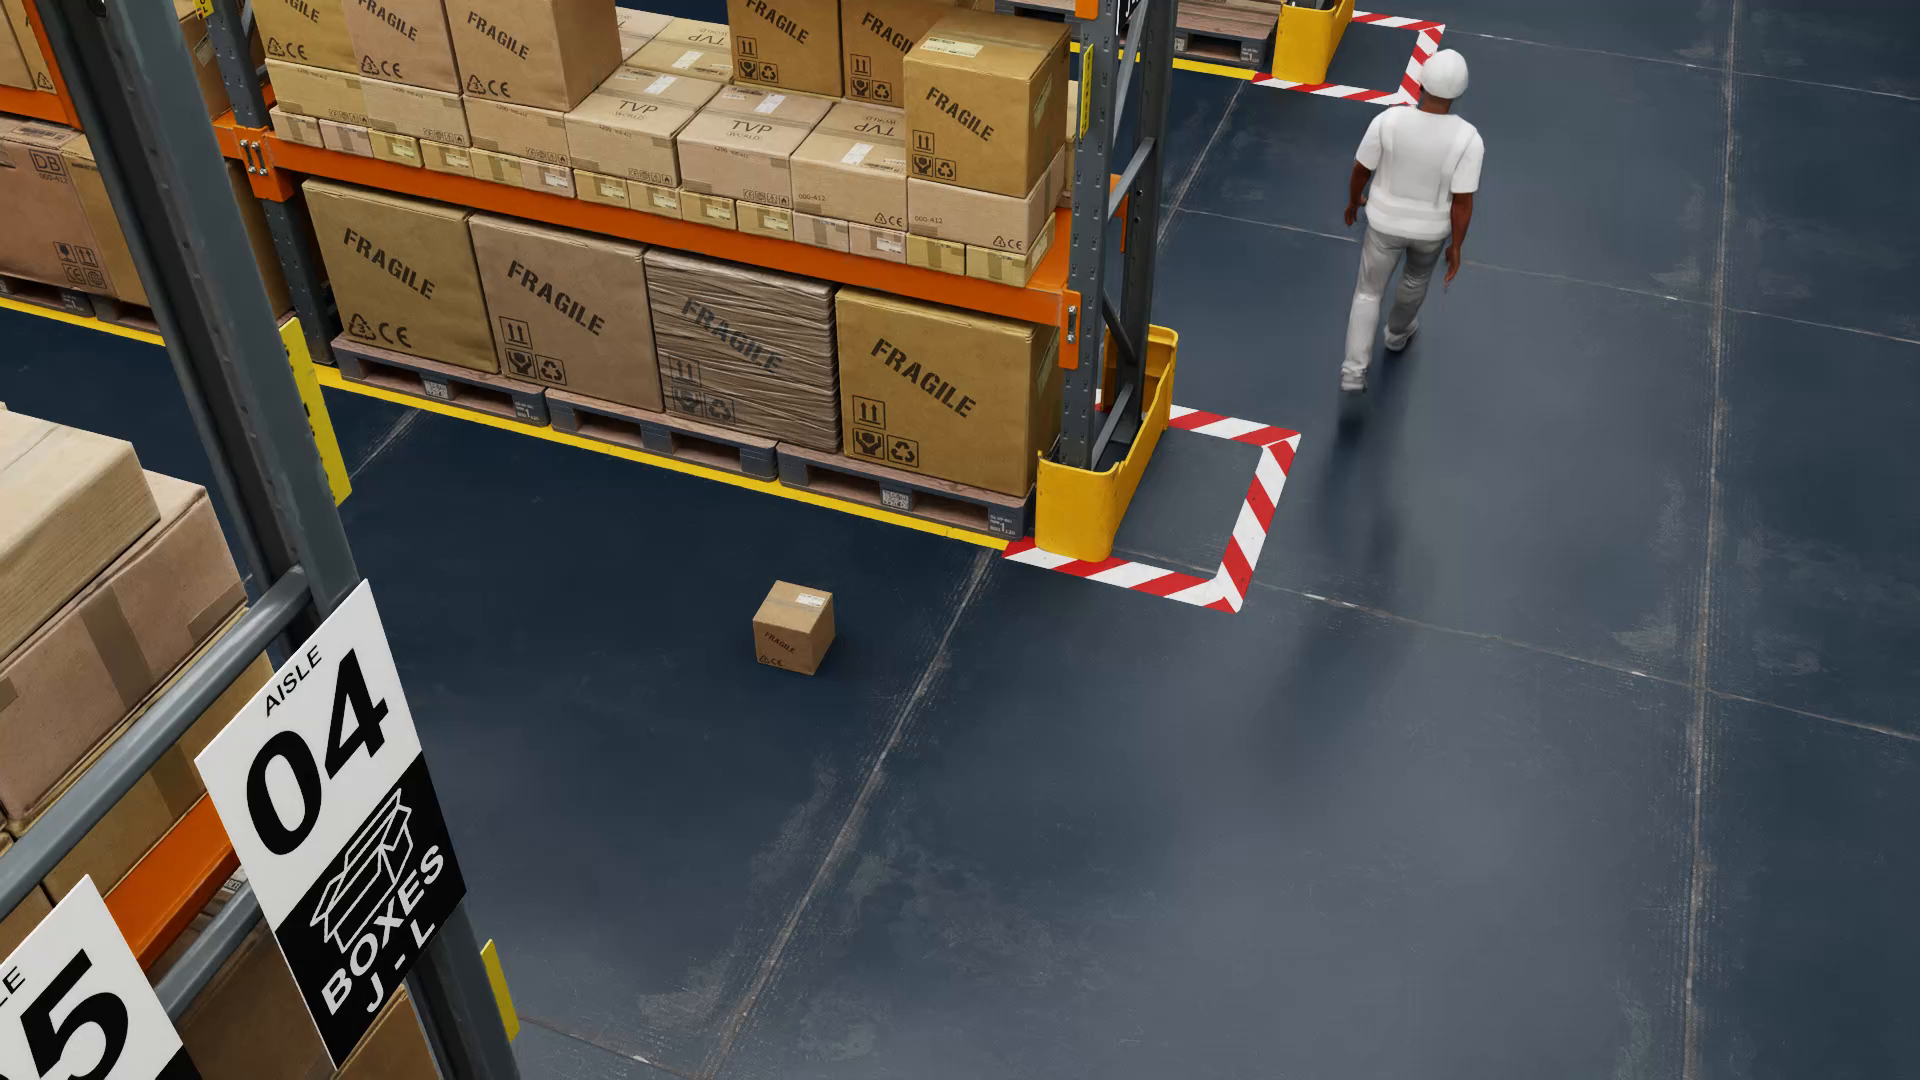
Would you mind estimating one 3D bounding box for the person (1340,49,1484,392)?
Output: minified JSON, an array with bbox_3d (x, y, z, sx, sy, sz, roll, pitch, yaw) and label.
[{"bbox_3d":[2.105,-1.512,7.868,0.579,1.729,0.986,12,43,13],"label":"person"}]
